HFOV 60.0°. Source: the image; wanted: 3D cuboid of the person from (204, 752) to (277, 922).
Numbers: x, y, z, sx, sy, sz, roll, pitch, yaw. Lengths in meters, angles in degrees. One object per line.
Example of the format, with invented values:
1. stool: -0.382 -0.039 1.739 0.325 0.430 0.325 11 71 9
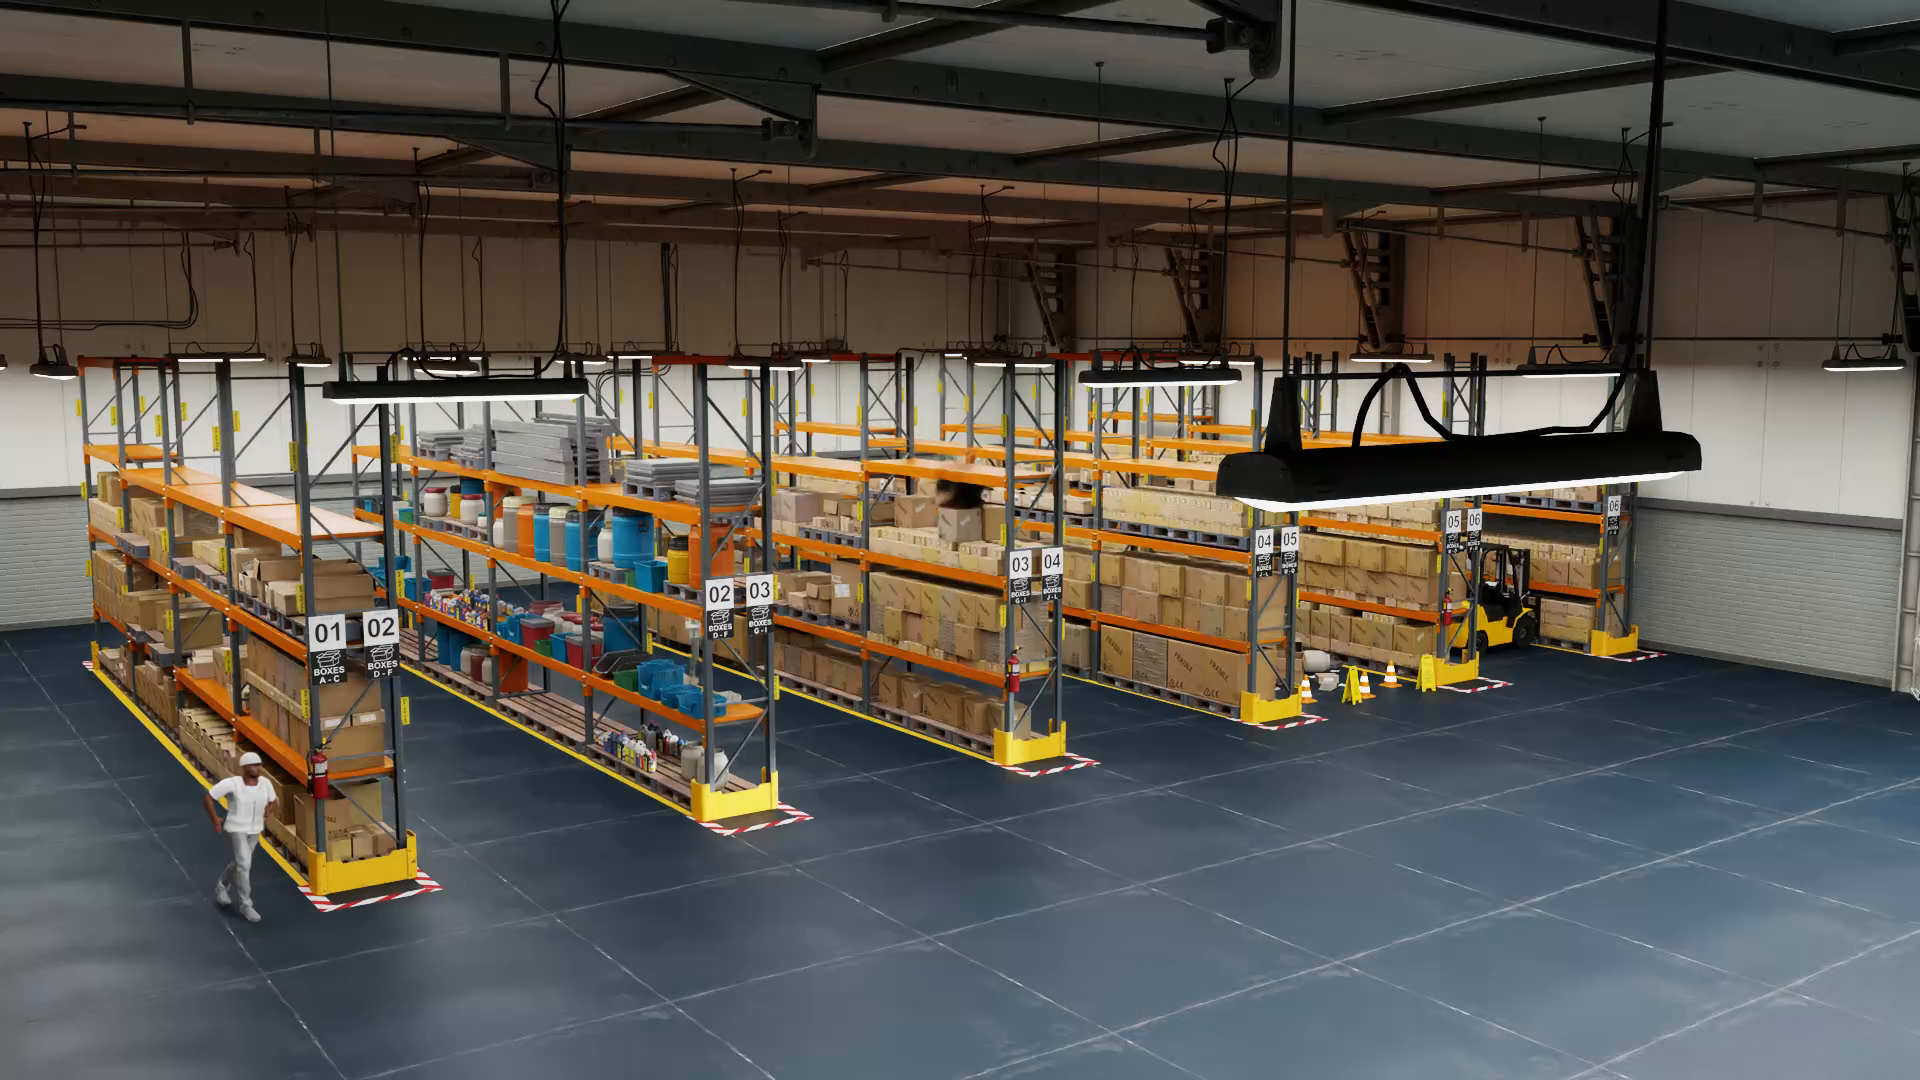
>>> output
1. person: -7.900 3.227 18.436 0.934 1.759 0.717 4 8 31

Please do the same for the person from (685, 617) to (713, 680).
1. person: -4.767 1.824 30.415 0.594 1.741 0.746 -5 8 -34

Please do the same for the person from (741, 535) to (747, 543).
1. person: -5.178 0.678 39.496 0.710 1.744 0.639 -2 7 -20
